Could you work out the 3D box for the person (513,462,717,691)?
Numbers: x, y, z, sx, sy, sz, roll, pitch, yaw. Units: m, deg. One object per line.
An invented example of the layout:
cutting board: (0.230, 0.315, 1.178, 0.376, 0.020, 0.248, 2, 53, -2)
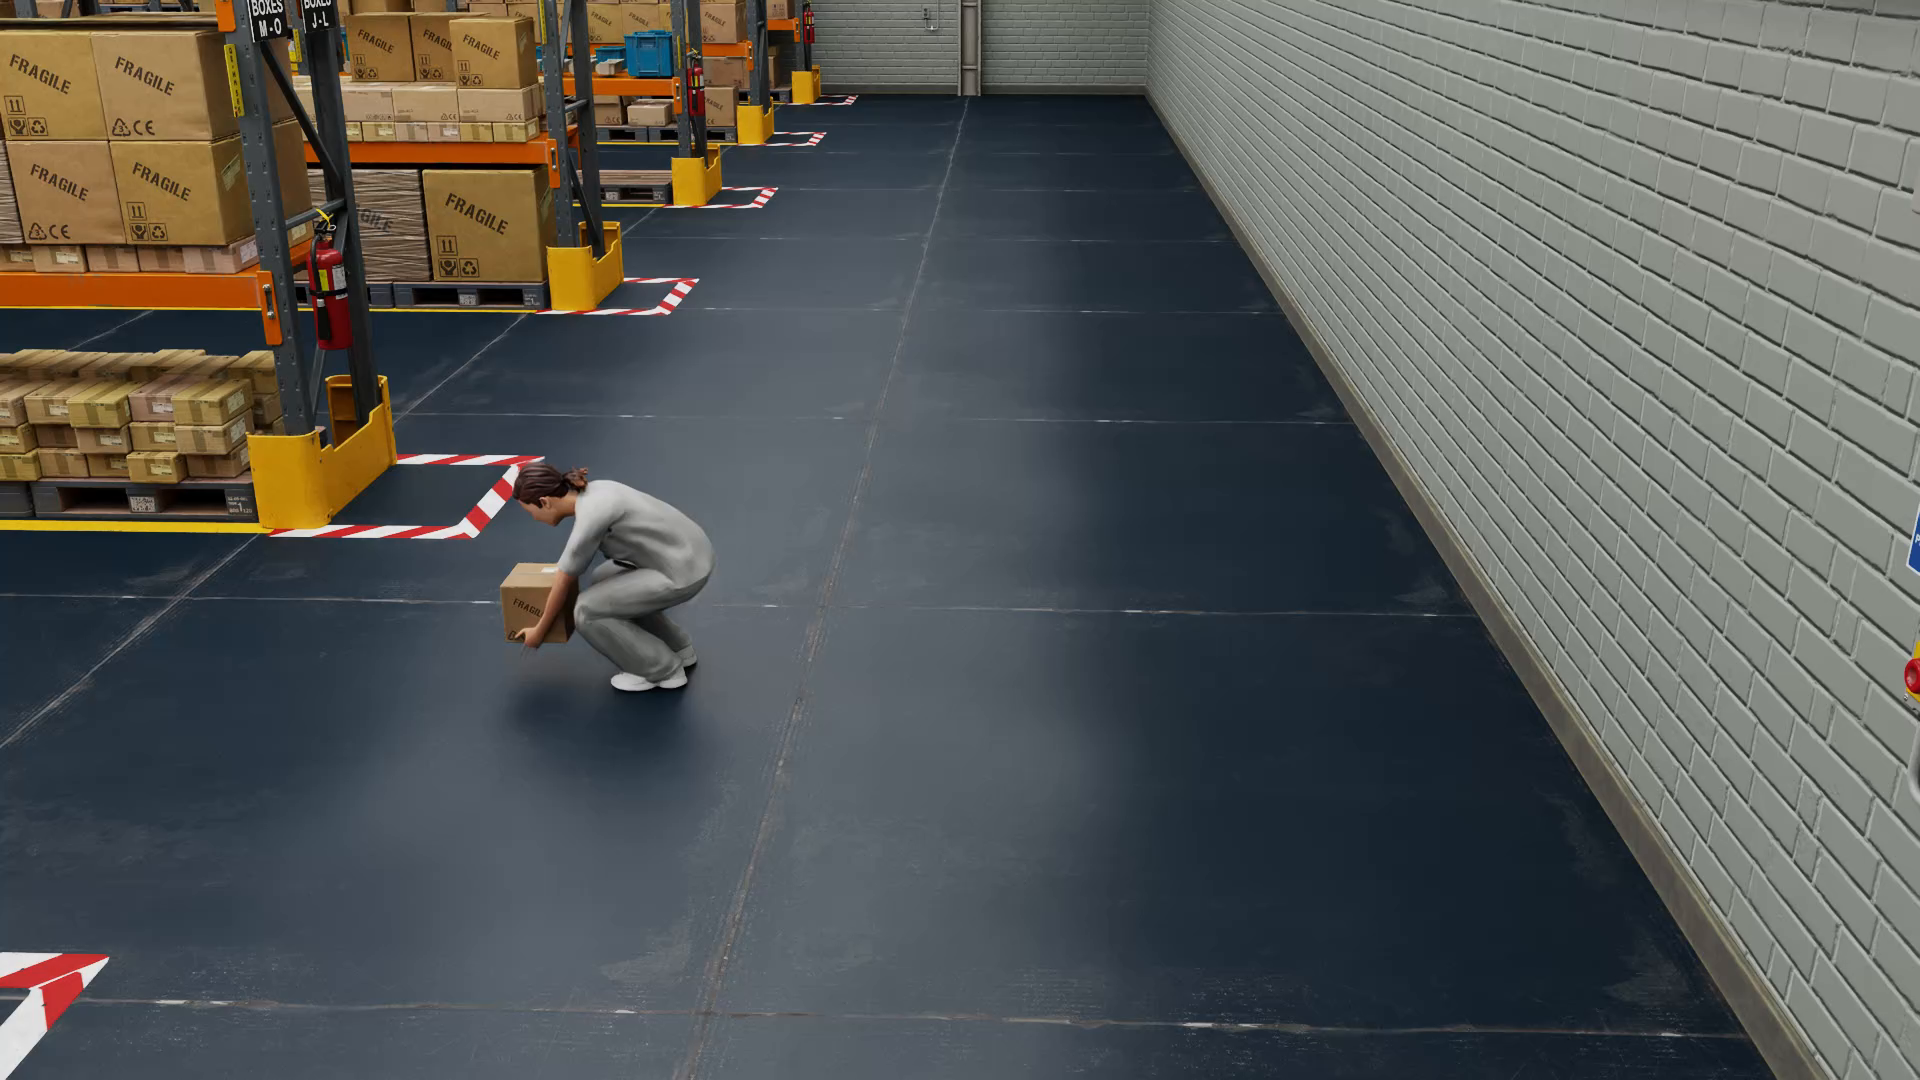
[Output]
person: (-1.405, 0.123, 6.785, 0.810, 0.952, 0.462, 0, 21, 0)
